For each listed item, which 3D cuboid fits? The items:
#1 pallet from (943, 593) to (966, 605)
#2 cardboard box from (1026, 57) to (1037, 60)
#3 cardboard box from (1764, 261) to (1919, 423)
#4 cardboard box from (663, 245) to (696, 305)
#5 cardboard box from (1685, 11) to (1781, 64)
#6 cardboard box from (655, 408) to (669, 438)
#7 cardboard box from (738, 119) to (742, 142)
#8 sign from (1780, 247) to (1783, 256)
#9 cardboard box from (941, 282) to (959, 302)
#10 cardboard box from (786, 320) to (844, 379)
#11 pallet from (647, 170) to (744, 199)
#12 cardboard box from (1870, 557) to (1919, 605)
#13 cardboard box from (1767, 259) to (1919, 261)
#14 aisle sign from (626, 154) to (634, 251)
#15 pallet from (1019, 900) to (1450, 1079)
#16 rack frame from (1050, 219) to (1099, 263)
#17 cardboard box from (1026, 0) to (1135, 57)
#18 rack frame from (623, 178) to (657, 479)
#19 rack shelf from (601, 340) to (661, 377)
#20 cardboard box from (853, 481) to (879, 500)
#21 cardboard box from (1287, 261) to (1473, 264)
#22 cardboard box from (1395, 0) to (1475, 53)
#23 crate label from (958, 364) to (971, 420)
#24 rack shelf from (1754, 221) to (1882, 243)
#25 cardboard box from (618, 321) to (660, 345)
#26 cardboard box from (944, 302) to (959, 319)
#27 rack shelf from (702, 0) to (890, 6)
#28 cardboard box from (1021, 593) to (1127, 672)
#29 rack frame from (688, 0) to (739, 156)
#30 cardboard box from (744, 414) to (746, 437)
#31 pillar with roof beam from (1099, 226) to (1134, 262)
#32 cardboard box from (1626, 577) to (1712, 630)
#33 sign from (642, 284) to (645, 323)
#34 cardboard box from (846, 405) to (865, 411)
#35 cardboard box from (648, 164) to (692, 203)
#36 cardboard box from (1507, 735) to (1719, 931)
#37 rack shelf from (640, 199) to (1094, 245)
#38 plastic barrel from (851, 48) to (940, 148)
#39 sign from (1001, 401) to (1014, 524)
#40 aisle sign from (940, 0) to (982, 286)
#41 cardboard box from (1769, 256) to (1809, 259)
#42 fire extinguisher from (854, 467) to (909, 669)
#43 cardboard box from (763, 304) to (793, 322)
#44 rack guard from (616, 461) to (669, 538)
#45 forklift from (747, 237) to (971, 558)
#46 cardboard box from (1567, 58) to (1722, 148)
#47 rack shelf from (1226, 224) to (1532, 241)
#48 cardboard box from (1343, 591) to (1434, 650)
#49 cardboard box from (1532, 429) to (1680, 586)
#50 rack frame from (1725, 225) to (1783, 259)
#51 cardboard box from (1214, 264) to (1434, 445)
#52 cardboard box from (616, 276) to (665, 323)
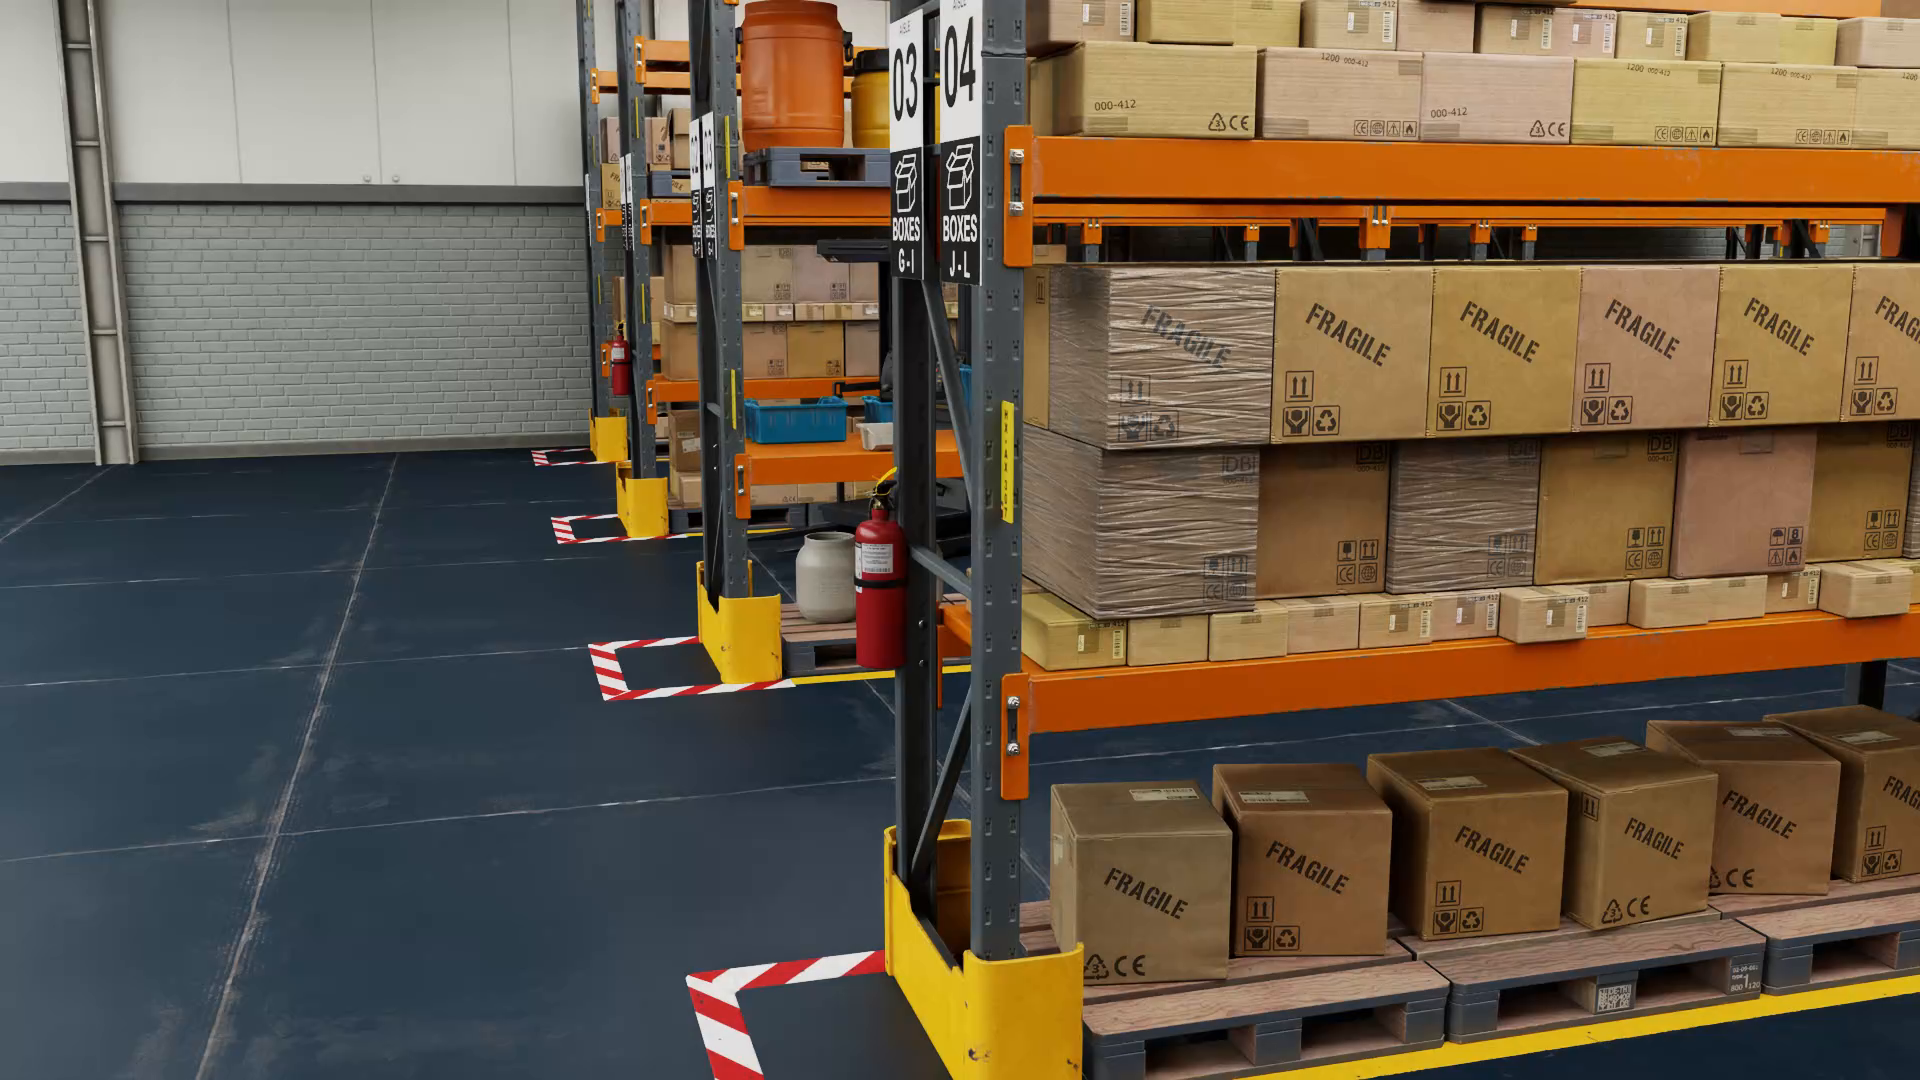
[{"bbox_3d":[0.602,0.516,10.661,1.213,0.211,1.003,-3,11,-16],"label":"pallet"},{"bbox_3d":[0.156,-1.547,5.193,0.250,0.149,0.380,-3,11,-16],"label":"cardboard box"},{"bbox_3d":[2.982,-0.675,5.567,0.500,0.500,0.500,-3,11,-16],"label":"cardboard box"},{"bbox_3d":[-2.286,-2.315,14.476,0.500,0.500,0.700,-3,11,-16],"label":"cardboard box"},{"bbox_3d":[2.322,-1.547,5.192,0.250,0.149,0.380,-2,11,-13],"label":"cardboard box"},{"bbox_3d":[-3.488,-1.378,19.457,0.500,0.311,0.500,-4,11,-22],"label":"cardboard box"},{"bbox_3d":[-2.755,-4.512,18.893,0.500,0.500,0.500,-3,11,-14],"label":"cardboard box"},{"bbox_3d":[11.323,-3.865,22.904,0.005,0.325,0.100,-3,11,-16],"label":"sign"},{"bbox_3d":[-0.339,-2.418,15.039,0.500,0.500,0.700,-3,11,-16],"label":"cardboard box"},{"bbox_3d":[-1.356,-1.726,14.859,0.500,0.500,0.700,-3,11,-16],"label":"cardboard box"},{"bbox_3d":[-2.103,-3.066,14.378,1.213,0.211,1.003,-3,11,-16],"label":"pallet"},{"bbox_3d":[3.193,0.115,5.830,0.250,0.149,0.380,-3,11,-16],"label":"cardboard box"},{"bbox_3d":[3.314,-0.792,6.206,0.500,0.500,0.500,-3,11,-16],"label":"cardboard box"},{"bbox_3d":[-2.766,-2.825,13.929,0.004,0.787,0.394,-3,11,-16],"label":"aisle sign"},{"bbox_3d":[0.839,1.451,5.579,1.213,0.211,1.003,-3,11,-16],"label":"pallet"},{"bbox_3d":[1.052,-1.806,15.571,0.127,3.000,1.000,-3,11,-16],"label":"rack frame"},{"bbox_3d":[0.305,-1.452,4.679,0.250,0.149,0.380,-3,11,-16],"label":"cardboard box"},{"bbox_3d":[-2.789,-1.603,14.471,0.127,3.000,1.000,-3,11,-16],"label":"rack frame"},{"bbox_3d":[-2.257,-2.212,19.763,4.000,0.370,1.077,-3,11,-16],"label":"rack shelf"},{"bbox_3d":[-0.771,-0.522,15.031,0.500,0.250,0.500,-3,11,-16],"label":"cardboard box"},{"bbox_3d":[1.395,-0.690,5.652,0.500,0.500,0.500,-3,11,-16],"label":"cardboard box"},{"bbox_3d":[1.305,-1.496,4.916,0.250,0.149,0.380,-3,11,-16],"label":"cardboard box"},{"bbox_3d":[0.284,-0.900,10.551,0.616,0.435,0.502,-3,11,-16],"label":"crate label"},{"bbox_3d":[10.653,-3.433,18.113,4.000,0.370,1.077,-3,11,-16],"label":"rack shelf"},{"bbox_3d":[-3.620,-2.370,18.994,0.500,0.250,0.500,-3,11,-18],"label":"cardboard box"},{"bbox_3d":[-0.127,-2.072,14.948,0.250,0.149,0.380,-3,11,-16],"label":"cardboard box"},{"bbox_3d":[0.512,-3.243,9.901,4.000,0.370,1.077,-3,11,-16],"label":"rack shelf"},{"bbox_3d":[0.317,0.269,4.992,0.250,0.149,0.380,-3,11,-16],"label":"cardboard box"},{"bbox_3d":[-1.408,-3.693,9.250,0.127,3.000,1.000,-3,11,-16],"label":"rack frame"},{"bbox_3d":[-1.732,-0.841,14.691,0.500,0.500,0.500,-3,11,-16],"label":"cardboard box"},{"bbox_3d":[3.217,-5.156,17.198,0.400,9.000,9.100,-3,11,-16],"label":"pillar with roof beam"},{"bbox_3d":[2.248,0.175,5.503,0.250,0.149,0.380,-3,11,-16],"label":"cardboard box"},{"bbox_3d":[-2.640,-1.971,13.860,0.005,0.325,0.100,-3,11,-16],"label":"sign"},{"bbox_3d":[-0.921,-0.984,15.468,0.500,0.500,0.500,-3,11,-16],"label":"cardboard box"},{"bbox_3d":[-3.261,-3.993,18.835,0.500,0.500,0.500,-2,11,-12],"label":"cardboard box"},{"bbox_3d":[2.300,1.028,5.922,0.500,0.500,0.500,-4,11,-21],"label":"cardboard box"},{"bbox_3d":[-0.869,-2.826,14.815,4.000,0.370,1.077,-3,11,-16],"label":"rack shelf"},{"bbox_3d":[-0.349,-2.596,9.900,0.600,0.588,0.600,0,10,0],"label":"plastic barrel"},{"bbox_3d":[0.128,-0.213,4.525,0.005,0.325,0.100,-3,11,-16],"label":"sign"},{"bbox_3d":[0.001,-1.104,4.580,0.004,0.787,0.394,-3,11,-16],"label":"aisle sign"},{"bbox_3d":[9.146,-2.822,18.054,0.500,0.500,0.500,-3,11,-16],"label":"cardboard box"},{"bbox_3d":[-0.262,0.083,5.527,0.183,0.674,0.296,-3,11,-16],"label":"fire extinguisher"},{"bbox_3d":[-1.616,-1.993,14.518,0.250,0.149,0.380,-3,11,-17],"label":"cardboard box"},{"bbox_3d":[-2.812,-0.373,14.691,0.348,0.500,1.175,-3,11,-16],"label":"rack guard"},{"bbox_3d":[-0.456,-1.365,13.363,3.031,2.935,1.130,-10,14,-42],"label":"forklift"},{"bbox_3d":[1.980,-1.341,5.174,0.500,0.250,0.500,-3,11,-14],"label":"cardboard box"},{"bbox_3d":[5.424,-4.092,21.690,4.000,0.370,1.077,-3,11,-16],"label":"rack shelf"},{"bbox_3d":[1.282,0.222,5.248,0.250,0.149,0.380,-3,11,-16],"label":"cardboard box"},{"bbox_3d":[1.934,-0.187,5.679,0.500,0.500,0.875,-3,11,-16],"label":"cardboard box"},{"bbox_3d":[11.185,-3.274,23.546,0.127,3.000,1.000,-3,11,-16],"label":"rack frame"},{"bbox_3d":[1.063,-0.573,5.014,0.500,0.500,0.500,-3,11,-16],"label":"cardboard box"},{"bbox_3d":[-3.635,-2.741,18.939,0.500,0.500,0.500,-3,11,-16],"label":"cardboard box"}]
